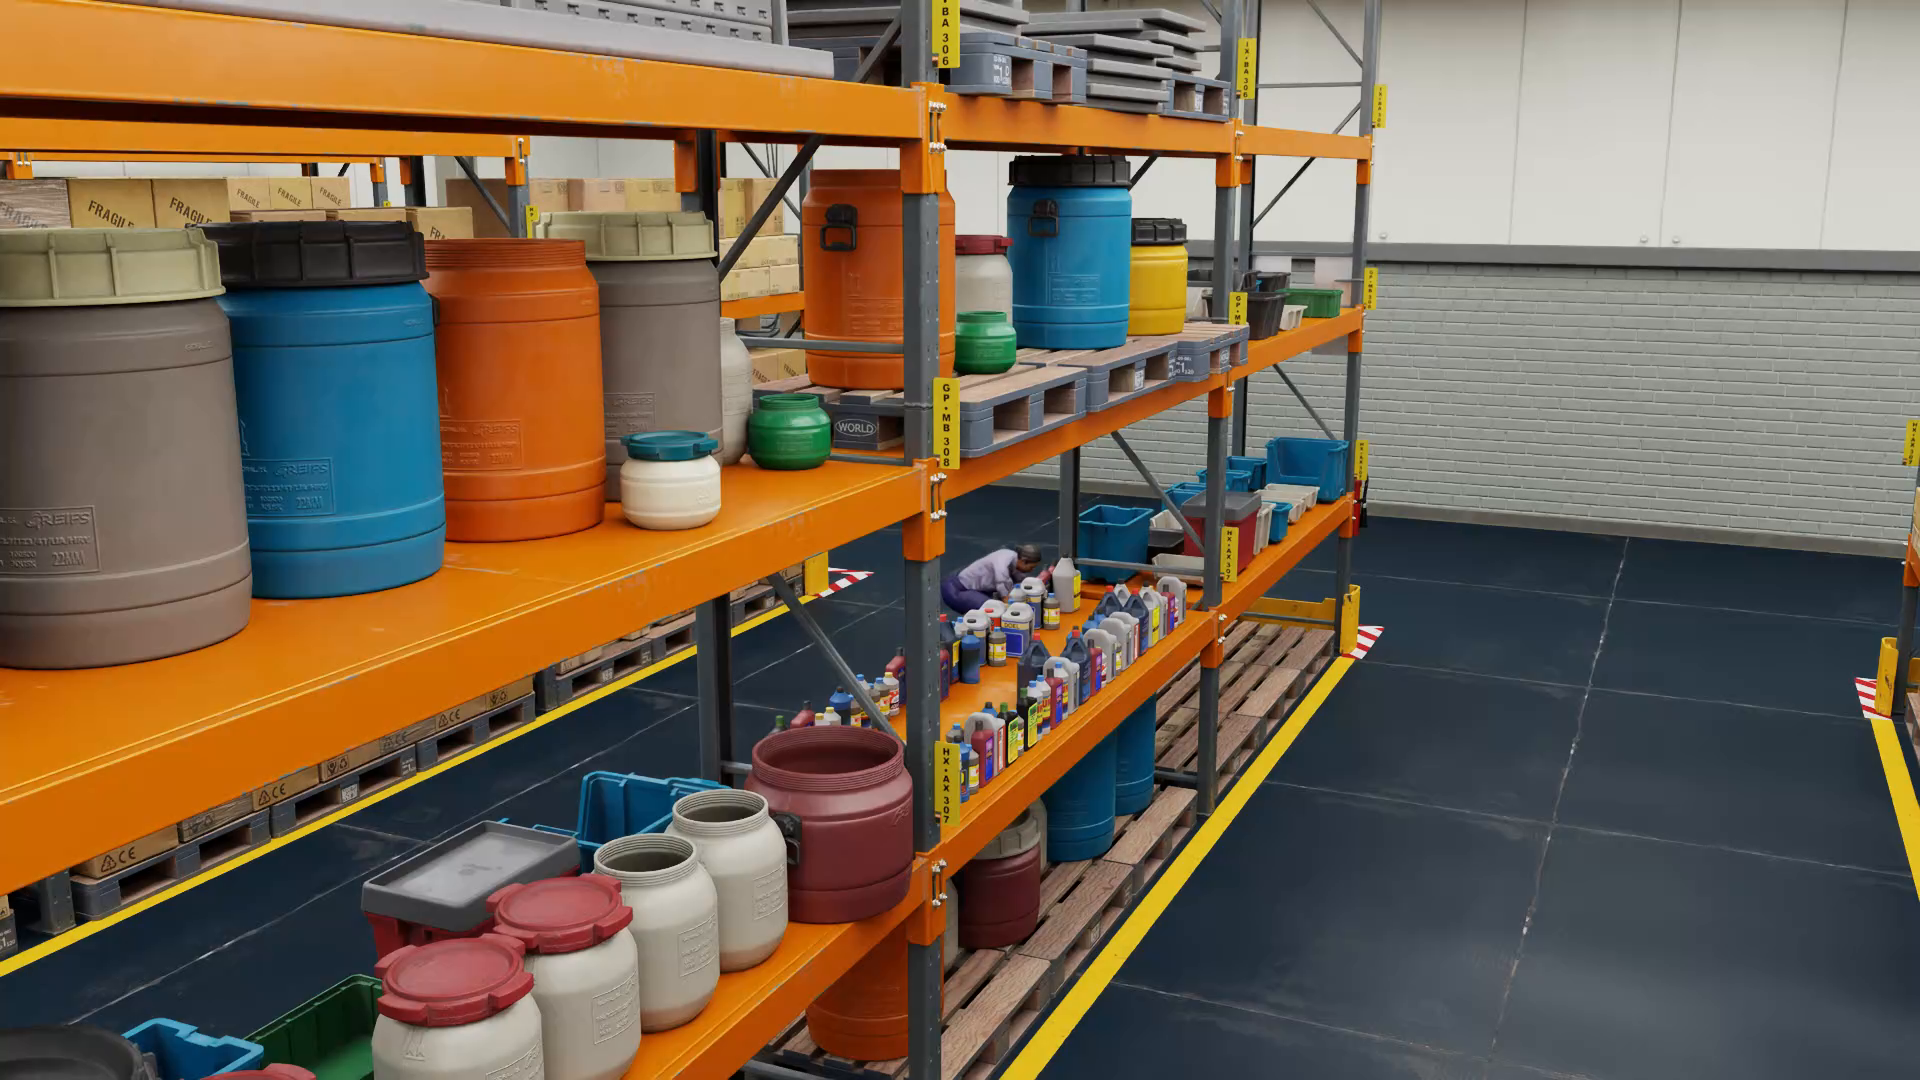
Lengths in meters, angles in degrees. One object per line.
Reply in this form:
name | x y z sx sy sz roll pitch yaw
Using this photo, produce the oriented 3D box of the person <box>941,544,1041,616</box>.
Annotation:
person | 0.273 0.465 13.669 0.829 0.889 0.527 5 13 23
